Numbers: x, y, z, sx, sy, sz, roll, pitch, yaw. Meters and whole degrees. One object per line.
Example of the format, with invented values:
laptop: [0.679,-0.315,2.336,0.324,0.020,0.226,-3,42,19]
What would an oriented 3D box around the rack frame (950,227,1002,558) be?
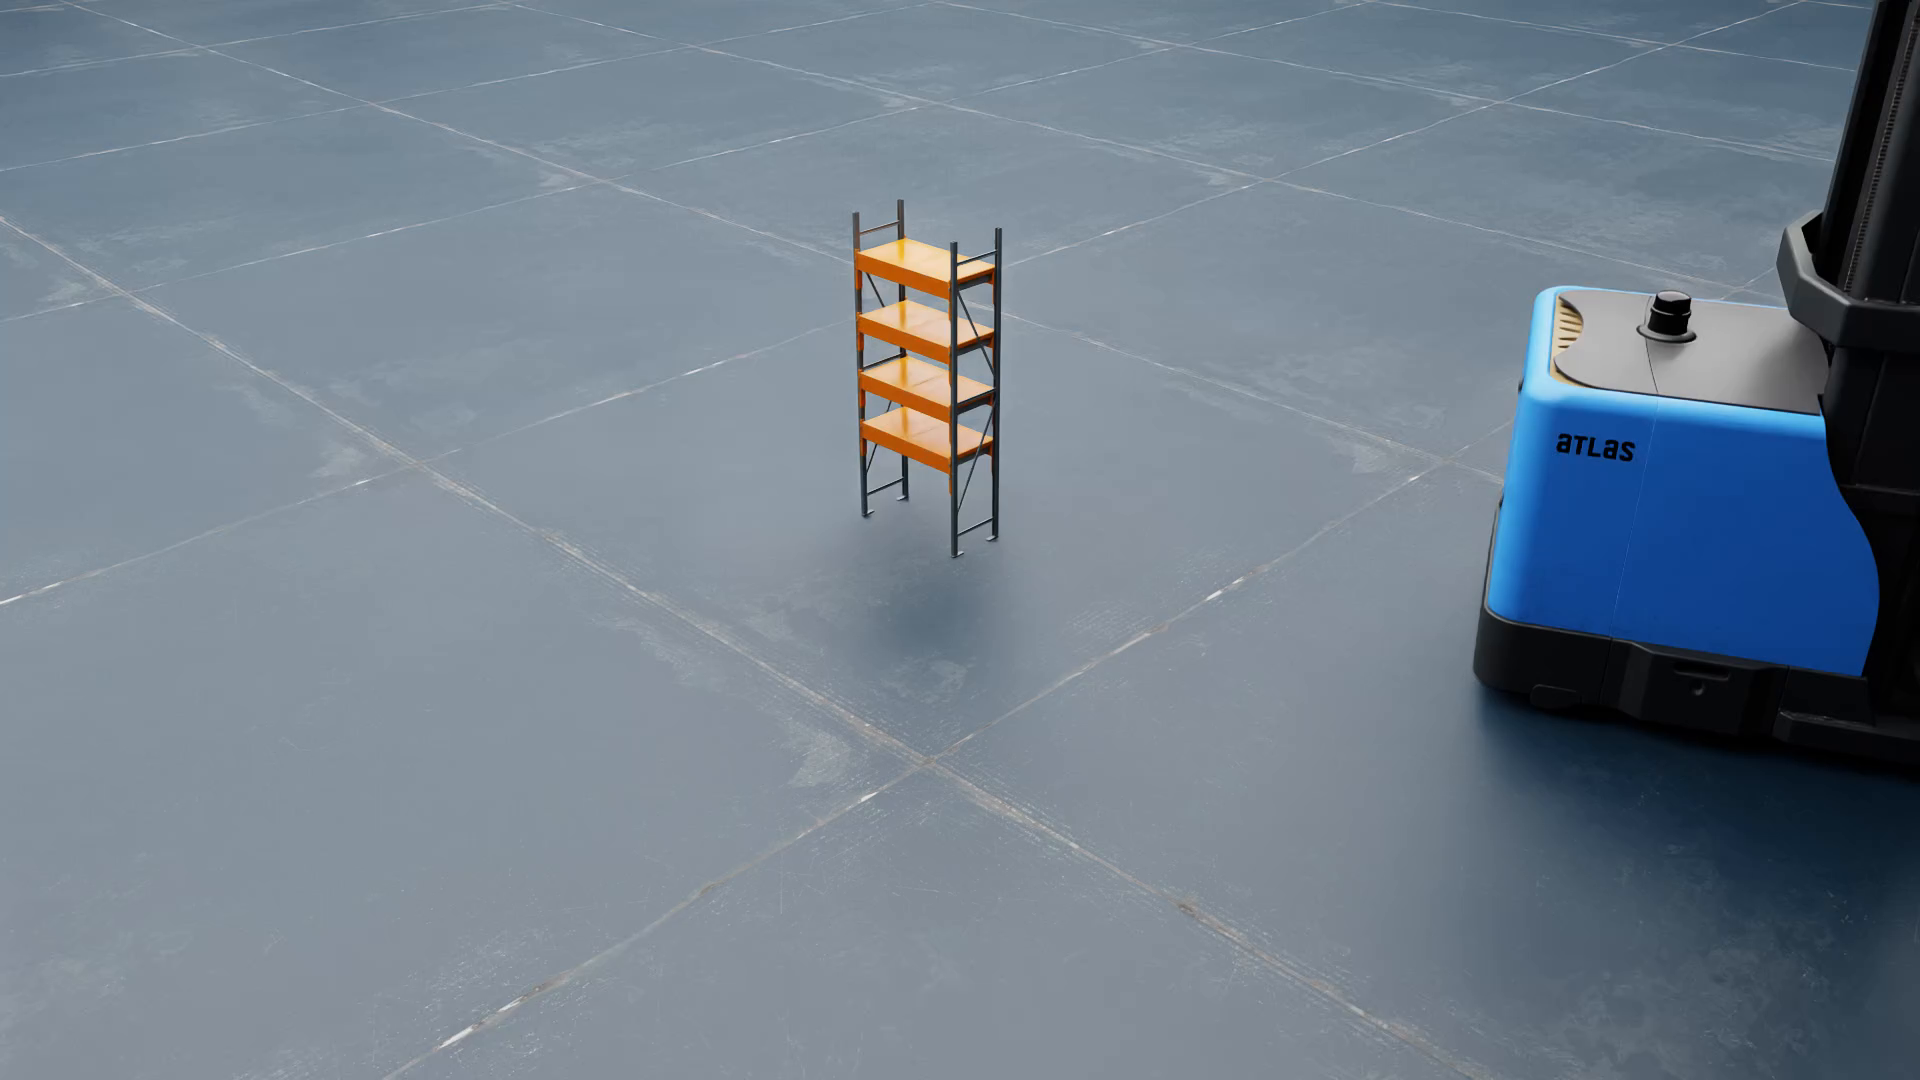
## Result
rack frame: [0.056,-0.505,5.922,0.015,1.200,0.240,25,36,38]

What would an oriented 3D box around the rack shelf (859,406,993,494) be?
rack shelf: [-0.118,-0.350,6.197,0.480,0.148,0.258,25,36,38]

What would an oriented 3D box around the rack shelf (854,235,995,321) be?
rack shelf: [-0.118,-0.933,5.891,0.480,0.148,0.258,25,36,38]

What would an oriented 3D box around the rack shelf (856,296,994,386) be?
rack shelf: [-0.118,-0.724,6.001,0.480,0.148,0.258,25,36,38]

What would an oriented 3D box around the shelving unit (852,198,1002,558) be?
shelving unit: [-0.118,-0.585,6.073,0.503,1.200,0.258,25,36,38]

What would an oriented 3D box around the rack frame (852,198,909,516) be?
rack frame: [-0.292,-0.665,6.225,0.015,1.200,0.240,25,36,38]

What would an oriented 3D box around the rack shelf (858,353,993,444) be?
rack shelf: [-0.118,-0.526,6.105,0.480,0.148,0.258,25,36,38]

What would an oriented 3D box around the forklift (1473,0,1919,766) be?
forklift: [3.209,-0.779,4.582,3.031,2.935,1.130,9,29,17]
